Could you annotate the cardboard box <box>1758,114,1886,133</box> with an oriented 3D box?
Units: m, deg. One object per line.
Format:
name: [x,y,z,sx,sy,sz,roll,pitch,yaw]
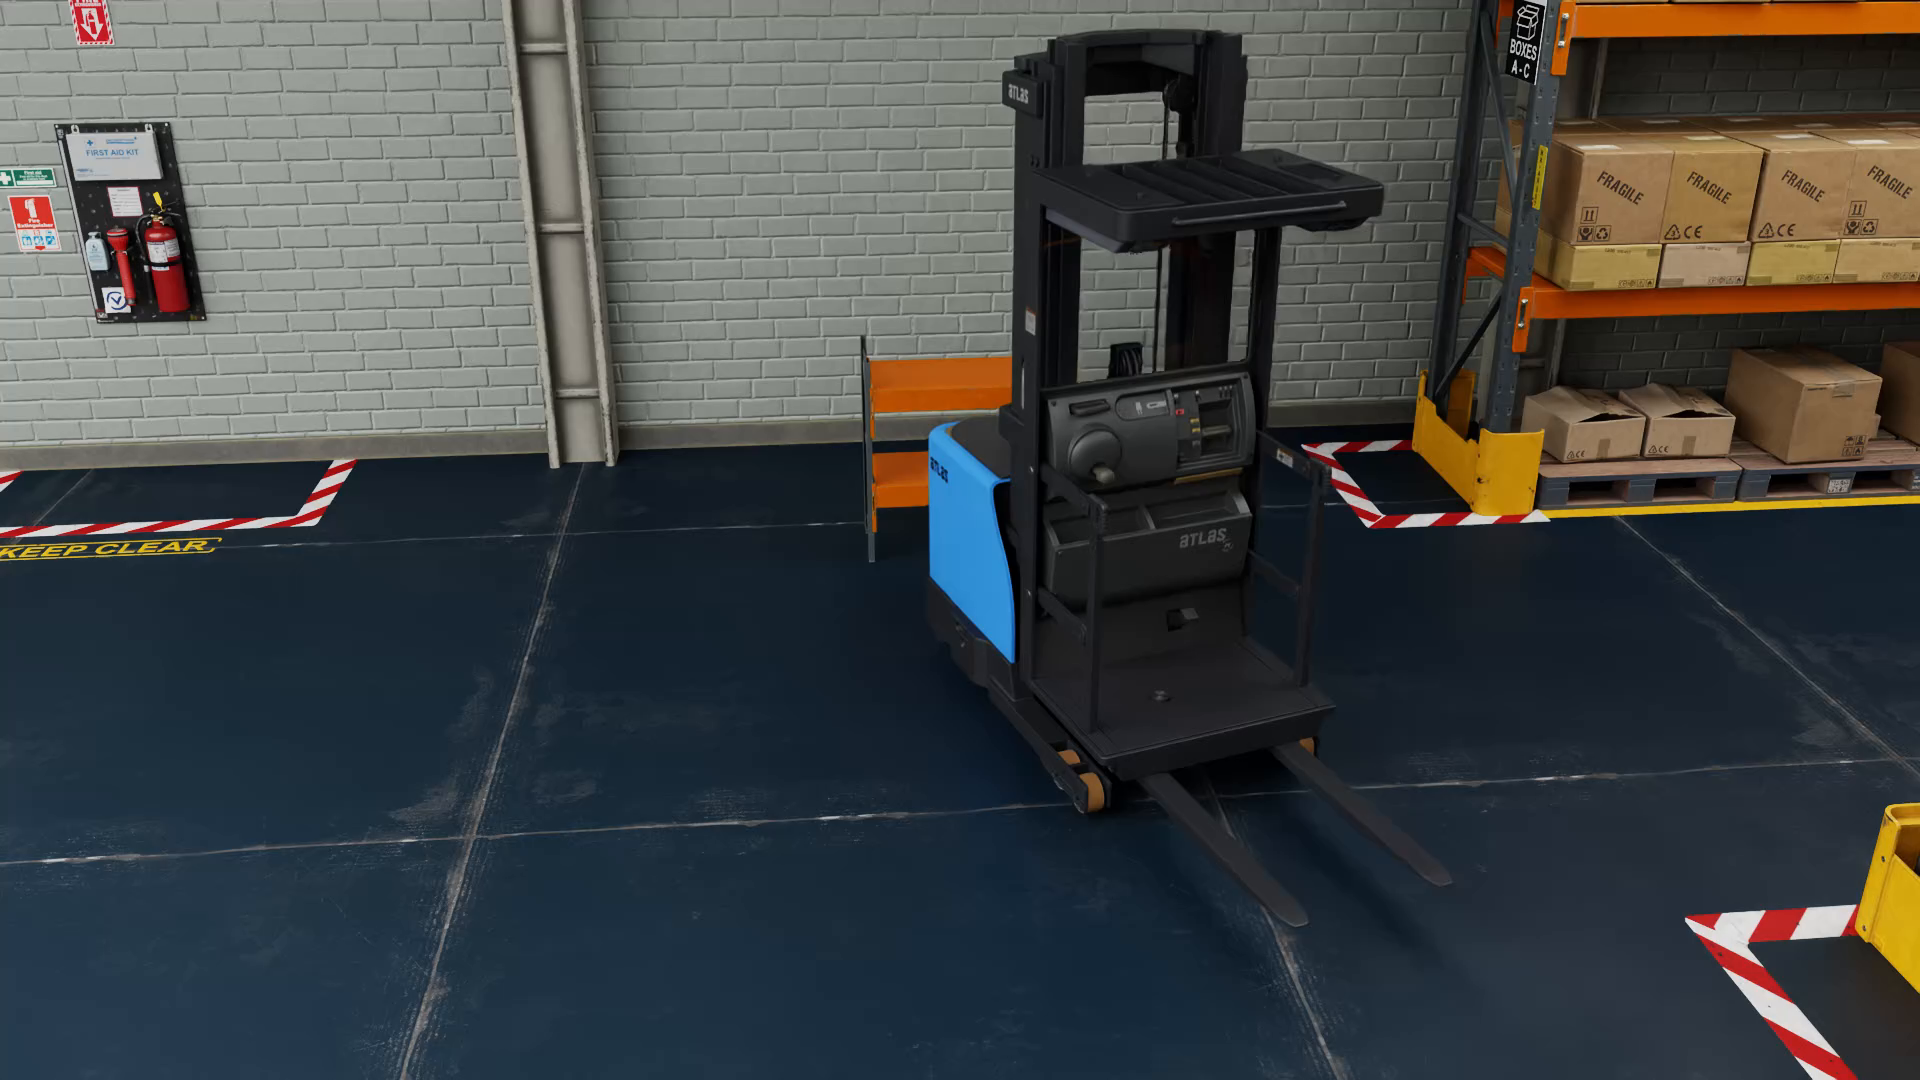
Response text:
cardboard box: [4.982,-2.192,9.725,0.500,0.500,0.500,-2,24,-4]

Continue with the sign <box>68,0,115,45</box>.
sign: [-4.824,-2.899,9.226,0.199,0.298,0.001,-2,24,-5]

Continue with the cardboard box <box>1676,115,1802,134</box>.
cardboard box: [4.481,-2.172,9.680,0.500,0.500,0.500,-3,24,-7]

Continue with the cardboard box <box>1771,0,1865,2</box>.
cardboard box: [4.428,-3.112,8.719,0.500,0.500,0.500,-1,24,-3]

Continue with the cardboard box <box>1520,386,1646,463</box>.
cardboard box: [3.714,-0.709,9.920,0.500,0.311,0.500,-5,24,-11]

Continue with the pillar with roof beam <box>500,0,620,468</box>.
pillar with roof beam: [-1.920,-2.885,4.661,0.400,9.000,9.100,-2,24,-5]

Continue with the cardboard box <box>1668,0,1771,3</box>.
cardboard box: [3.912,-3.090,8.668,0.500,0.500,0.500,-1,24,-2]

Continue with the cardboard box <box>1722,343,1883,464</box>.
cardboard box: [5.016,-0.827,9.954,0.500,0.500,0.700,-4,24,-8]

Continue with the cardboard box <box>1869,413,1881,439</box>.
cardboard box: [5.403,-0.747,10.207,0.250,0.149,0.380,-4,24,-9]

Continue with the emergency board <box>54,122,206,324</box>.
emergency board: [-4.806,-1.800,9.607,0.643,1.169,0.194,-2,24,-5]

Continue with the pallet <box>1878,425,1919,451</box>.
pallet: [6.332,-0.590,10.317,1.213,0.211,1.003,-2,24,-5]

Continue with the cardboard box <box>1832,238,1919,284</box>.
cardboard box: [5.059,-1.641,9.408,0.500,0.250,0.500,-2,24,-5]

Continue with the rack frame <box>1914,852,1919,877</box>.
rack frame: [3.507,0.257,4.979,0.127,3.000,1.000,-2,24,-5]

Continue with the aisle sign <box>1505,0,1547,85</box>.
aisle sign: [2.974,-2.809,8.676,0.004,0.787,0.394,-2,24,-5]

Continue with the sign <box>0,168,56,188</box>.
sign: [-5.361,-2.075,9.528,0.331,0.109,0.001,-2,24,-5]

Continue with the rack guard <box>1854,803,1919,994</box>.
rack guard: [3.483,1.400,5.485,0.348,0.500,1.175,-2,24,-5]

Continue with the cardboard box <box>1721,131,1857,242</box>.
cardboard box: [4.529,-1.960,9.203,0.500,0.500,0.500,-3,24,-7]

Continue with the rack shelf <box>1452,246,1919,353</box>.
rack shelf: [5.007,-1.496,9.809,4.000,0.370,1.077,-2,24,-5]

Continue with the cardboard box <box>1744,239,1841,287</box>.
cardboard box: [4.556,-1.621,9.365,0.500,0.250,0.500,-3,24,-6]

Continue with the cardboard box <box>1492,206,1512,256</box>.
cardboard box: [3.463,-1.783,9.728,0.500,0.250,0.500,-2,24,-4]

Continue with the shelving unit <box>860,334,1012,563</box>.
shelving unit: [0.007,-0.514,9.022,1.048,1.125,0.538,-2,24,-5]

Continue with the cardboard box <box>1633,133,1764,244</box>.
cardboard box: [4.014,-1.942,9.162,0.500,0.500,0.500,-2,24,-5]

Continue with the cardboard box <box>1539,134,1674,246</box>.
cardboard box: [3.521,-1.926,9.127,0.500,0.500,0.500,-2,24,-5]

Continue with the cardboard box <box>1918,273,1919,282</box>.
cardboard box: [5.560,-1.661,9.454,0.500,0.250,0.500,-2,24,-5]

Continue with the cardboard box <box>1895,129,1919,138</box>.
cardboard box: [5.559,-2.006,9.308,0.500,0.500,0.500,-3,24,-7]

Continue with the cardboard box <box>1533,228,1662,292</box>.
cardboard box: [3.533,-1.577,9.265,0.500,0.250,0.500,-3,24,-7]

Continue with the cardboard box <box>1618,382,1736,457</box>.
cardboard box: [4.281,-0.732,9.972,0.500,0.311,0.500,0,24,-1]

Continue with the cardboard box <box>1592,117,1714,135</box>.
cardboard box: [3.967,-2.149,9.629,0.500,0.500,0.500,-2,24,-4]

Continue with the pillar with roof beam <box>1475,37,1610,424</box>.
pillar with roof beam: [4.051,-3.124,5.200,0.400,9.000,9.100,-2,24,-5]

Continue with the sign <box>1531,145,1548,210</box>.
sign: [3.070,-1.922,8.814,0.005,0.325,0.100,-2,24,-5]

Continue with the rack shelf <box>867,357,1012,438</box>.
rack shelf: [0.007,-0.782,8.903,1.000,0.278,0.538,-2,24,-5]

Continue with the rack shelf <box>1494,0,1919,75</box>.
rack shelf: [5.007,-2.867,9.200,4.000,0.370,1.077,-2,24,-5]

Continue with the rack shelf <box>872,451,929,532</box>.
rack shelf: [0.007,-0.291,9.121,1.000,0.278,0.538,-2,24,-5]

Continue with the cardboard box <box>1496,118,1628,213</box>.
cardboard box: [3.465,-2.133,9.593,0.500,0.500,0.500,-3,24,-6]

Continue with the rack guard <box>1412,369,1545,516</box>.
rack guard: [3.092,-0.606,9.998,0.348,0.500,1.175,-2,24,-5]

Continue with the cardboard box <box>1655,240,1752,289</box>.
cardboard box: [4.049,-1.603,9.325,0.500,0.250,0.500,-3,24,-7]

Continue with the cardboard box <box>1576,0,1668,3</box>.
cardboard box: [3.374,-3.083,8.652,0.500,0.500,0.500,-2,24,-4]

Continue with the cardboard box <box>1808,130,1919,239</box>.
cardboard box: [5.041,-1.985,9.260,0.500,0.500,0.500,-2,24,-3]

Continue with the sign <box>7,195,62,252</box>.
sign: [-5.366,-1.836,9.644,0.234,0.329,0.001,-2,24,-5]

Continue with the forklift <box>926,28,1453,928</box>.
forklift: [0.872,-0.425,6.598,1.130,2.935,3.031,-10,26,-21]

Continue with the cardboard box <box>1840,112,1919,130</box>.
cardboard box: [5.497,-2.217,9.782,0.500,0.500,0.500,-2,24,-4]

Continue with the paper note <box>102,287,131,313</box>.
paper note: [-4.989,-1.418,9.833,0.142,0.148,0.016,-2,24,-5]

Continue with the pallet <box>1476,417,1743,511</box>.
pallet: [3.904,-0.492,10.097,1.213,0.211,1.003,-2,24,-5]

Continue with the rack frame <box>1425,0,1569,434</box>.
rack frame: [3.016,-1.745,9.483,0.127,3.000,1.000,-2,24,-5]

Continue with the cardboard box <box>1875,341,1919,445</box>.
cardboard box: [5.968,-0.906,10.131,0.500,0.500,0.500,-4,24,-9]

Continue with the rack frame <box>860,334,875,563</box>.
rack frame: [-0.499,-0.494,8.976,0.032,1.125,0.500,-2,24,-5]

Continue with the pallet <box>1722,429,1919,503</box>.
pallet: [5.115,-0.540,10.204,1.213,0.211,1.003,-2,24,-5]
